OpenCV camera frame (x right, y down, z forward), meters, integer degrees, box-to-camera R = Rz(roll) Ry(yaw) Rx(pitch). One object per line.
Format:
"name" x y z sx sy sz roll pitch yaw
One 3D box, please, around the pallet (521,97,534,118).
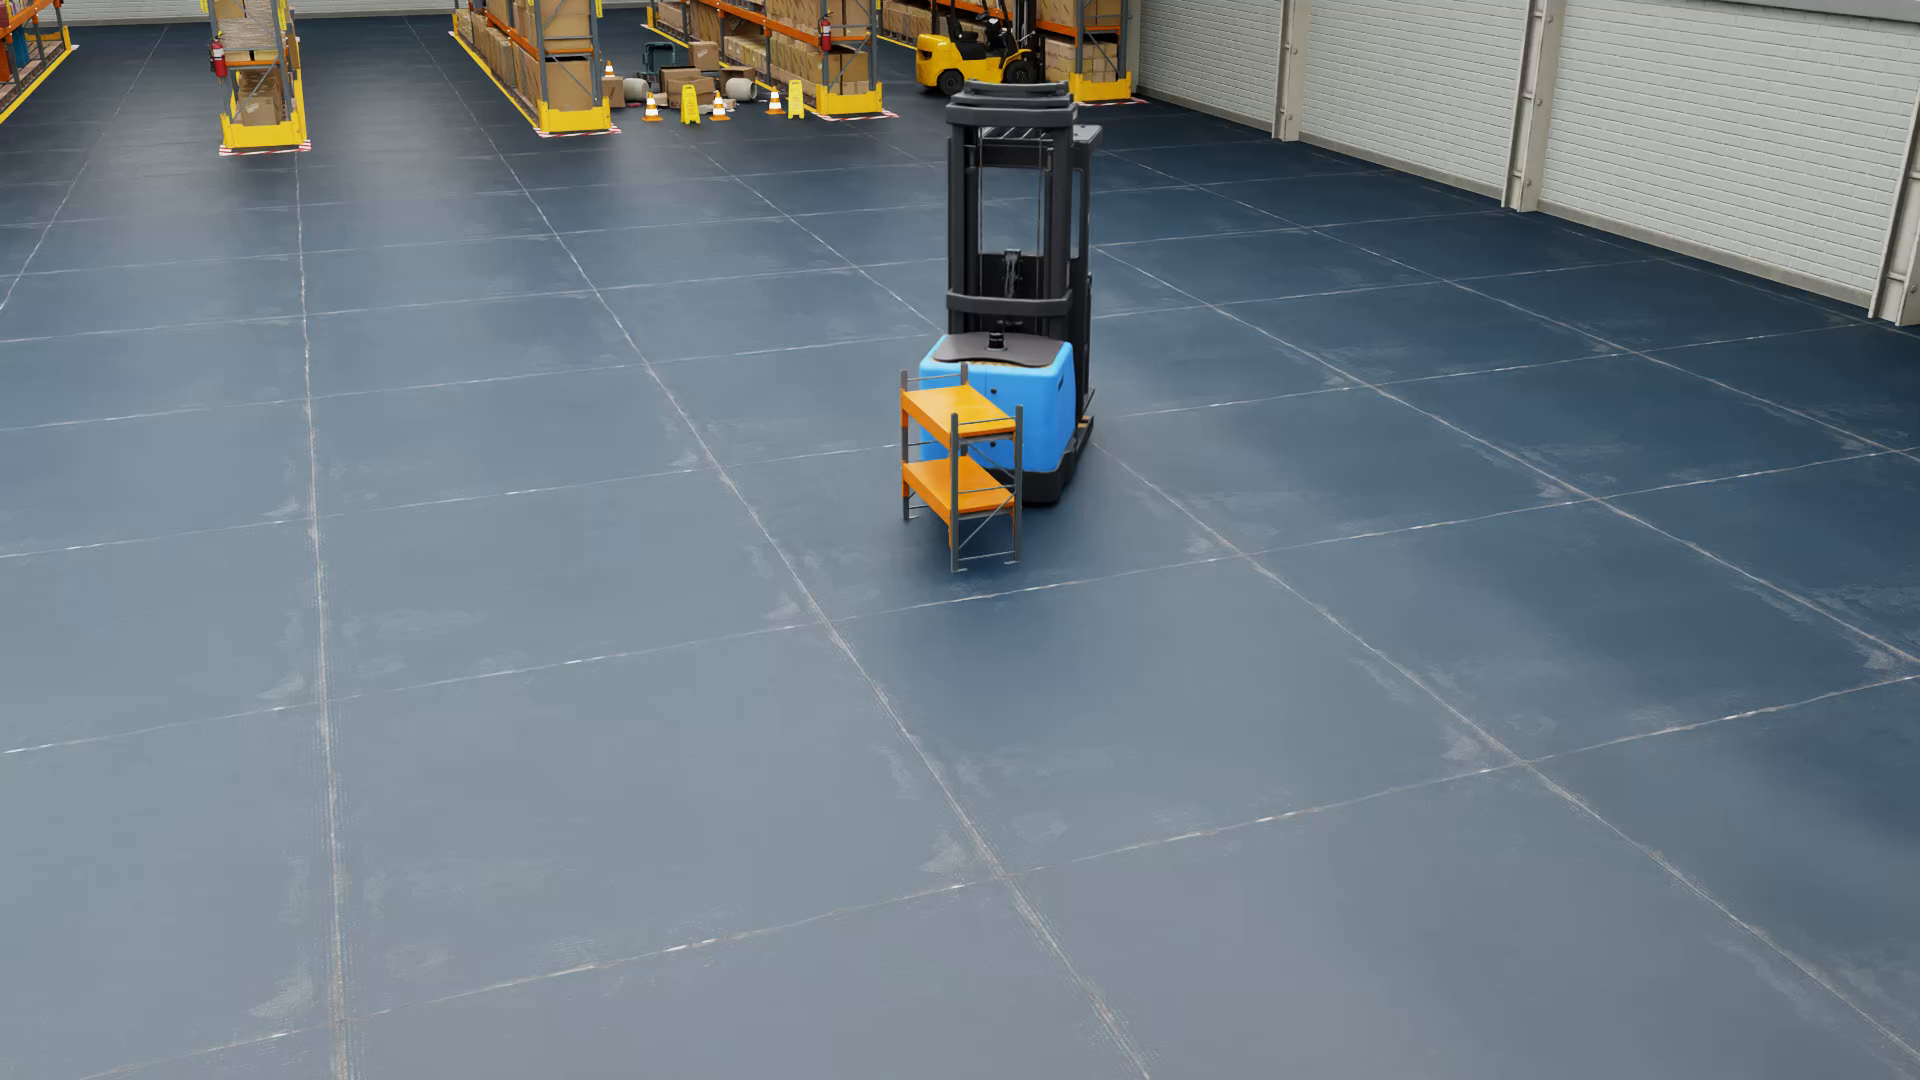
"pallet" -7.354 -7.851 30.104 1.003 0.211 1.213 -8 24 -19

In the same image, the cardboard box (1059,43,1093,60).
"cardboard box" 2.212 -9.323 31.720 0.500 0.250 0.500 -8 24 -17

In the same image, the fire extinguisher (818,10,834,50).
"fire extinguisher" -2.367 -8.989 29.314 0.296 0.674 0.183 -8 24 -19

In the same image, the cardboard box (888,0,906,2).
"cardboard box" -1.559 -13.395 41.127 0.380 0.149 0.250 -10 25 -22

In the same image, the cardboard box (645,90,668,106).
"cardboard box" -5.654 -8.235 30.946 0.396 0.266 0.258 -4 23 -10

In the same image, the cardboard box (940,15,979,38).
"cardboard box" 0.048 -11.589 37.901 0.875 0.625 0.625 -8 24 -17

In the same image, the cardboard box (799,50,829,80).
"cardboard box" -2.691 -8.846 30.909 0.500 0.500 0.500 -7 24 -17

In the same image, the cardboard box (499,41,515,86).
"cardboard box" -8.288 -9.237 32.158 1.050 0.750 0.750 -8 24 -19

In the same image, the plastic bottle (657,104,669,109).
"plastic bottle" -5.478 -7.981 30.607 0.133 0.061 0.283 -18 29 -37

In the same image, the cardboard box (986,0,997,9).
"cardboard box" 0.830 -11.343 34.993 0.500 0.250 0.500 -8 24 -18

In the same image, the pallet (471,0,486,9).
"pallet" -9.749 -11.476 35.362 1.213 0.211 1.003 -8 24 -19

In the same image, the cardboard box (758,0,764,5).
"cardboard box" -3.829 -10.809 33.317 0.380 0.149 0.250 -8 24 -18

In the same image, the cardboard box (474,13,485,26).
"cardboard box" -10.606 -11.663 37.271 0.500 0.250 0.500 -8 24 -18

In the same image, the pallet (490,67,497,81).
"pallet" -9.189 -9.738 34.583 1.003 0.211 1.213 -8 24 -19

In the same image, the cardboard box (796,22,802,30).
"cardboard box" -2.826 -9.575 30.929 0.380 0.149 0.250 -9 24 -20

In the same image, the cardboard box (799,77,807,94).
"cardboard box" -2.689 -8.502 31.058 0.500 0.250 0.500 -8 24 -19

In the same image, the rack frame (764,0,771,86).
"rack frame" -3.389 -10.582 32.996 1.000 3.000 0.127 -8 24 -19

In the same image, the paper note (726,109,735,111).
"paper note" -4.172 -7.831 30.291 0.148 0.019 0.142 -18 29 -37

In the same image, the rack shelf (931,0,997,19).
"rack shelf" 0.547 -11.660 36.479 1.077 0.370 4.000 -8 24 -19

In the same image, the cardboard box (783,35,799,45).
"cardboard box" -3.164 -9.564 31.779 0.380 0.149 0.250 -7 24 -16

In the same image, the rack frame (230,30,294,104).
"rack frame" -12.660 -9.223 29.770 1.000 3.000 0.127 -8 24 -19

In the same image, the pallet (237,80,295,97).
"pallet" -13.371 -8.664 32.035 1.003 0.211 1.213 -8 24 -19

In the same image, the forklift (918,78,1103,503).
"forklift" 0.497 -2.165 13.114 1.130 2.935 3.031 5 23 11

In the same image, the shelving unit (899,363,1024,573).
"shelving unit" -0.002 -0.521 11.537 0.538 1.125 1.048 -8 24 -19

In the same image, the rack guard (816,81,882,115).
"rack guard" -2.003 -8.005 30.098 1.175 0.500 0.348 -8 24 -19

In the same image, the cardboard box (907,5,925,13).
"cardboard box" -1.053 -12.785 40.065 0.380 0.149 0.250 -8 24 -19

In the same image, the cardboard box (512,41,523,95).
"cardboard box" -7.828 -8.843 31.063 0.875 0.875 0.875 -8 24 -18

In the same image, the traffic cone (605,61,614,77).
"traffic cone" -7.045 -9.392 33.438 0.336 0.463 0.334 -8 24 -19

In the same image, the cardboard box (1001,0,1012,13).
"cardboard box" 1.166 -11.114 34.128 0.500 0.500 0.500 -9 24 -20

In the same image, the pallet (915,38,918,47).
"pallet" -0.388 -11.710 39.261 1.003 0.211 1.213 -8 24 -19

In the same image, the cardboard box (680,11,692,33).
"cardboard box" -6.337 -12.745 40.885 0.875 0.438 0.875 -9 24 -20

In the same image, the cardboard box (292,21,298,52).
"cardboard box" -14.605 -10.469 34.922 1.225 0.875 0.875 -8 24 -19

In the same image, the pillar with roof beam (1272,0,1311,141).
"pillar with roof beam" 1.356 -10.182 24.321 9.100 9.000 0.400 -8 24 -19

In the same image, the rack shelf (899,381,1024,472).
"rack shelf" -0.002 -0.791 11.424 0.538 0.278 1.000 -8 24 -19

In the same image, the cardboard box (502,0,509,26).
"cardboard box" -8.419 -10.066 31.641 0.500 0.500 0.500 -8 24 -19

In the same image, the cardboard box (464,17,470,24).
"cardboard box" -11.602 -12.388 39.645 0.380 0.149 0.250 -10 25 -22

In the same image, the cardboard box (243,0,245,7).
"cardboard box" -11.855 -8.760 26.873 0.500 0.500 0.500 -8 24 -19

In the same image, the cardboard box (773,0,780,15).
"cardboard box" -3.295 -10.388 32.023 0.500 0.500 0.500 -8 24 -19

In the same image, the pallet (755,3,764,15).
"pallet" -3.523 -10.792 33.739 1.003 0.211 1.213 -8 24 -19

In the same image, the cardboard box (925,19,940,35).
"cardboard box" -0.510 -11.884 38.762 0.500 0.500 0.500 -8 24 -17

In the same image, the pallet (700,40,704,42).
"pallet" -5.438 -11.490 38.740 1.003 0.211 1.213 -8 24 -19

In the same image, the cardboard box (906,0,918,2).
"cardboard box" -1.173 -13.418 41.566 0.380 0.149 0.250 -9 25 -21

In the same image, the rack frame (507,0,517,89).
"rack frame" -7.984 -9.867 31.297 1.000 3.000 0.127 -8 24 -19

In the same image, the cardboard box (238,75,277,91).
"cardboard box" -12.347 -7.906 29.324 0.500 0.500 0.500 -1 23 -2

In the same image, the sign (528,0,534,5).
"sign" -7.084 -8.986 27.413 0.100 0.325 0.005 -8 24 -19

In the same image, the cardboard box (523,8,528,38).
"cardboard box" -7.266 -9.215 29.559 0.875 0.550 0.500 -8 24 -19

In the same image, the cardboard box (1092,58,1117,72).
"cardboard box" 2.694 -9.168 31.995 0.500 0.250 0.500 -8 24 -18

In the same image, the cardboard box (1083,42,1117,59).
"cardboard box" 2.673 -9.399 31.901 0.500 0.250 0.500 -9 24 -20

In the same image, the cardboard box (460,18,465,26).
"cardboard box" -12.076 -12.726 40.828 0.380 0.149 0.250 -8 24 -17

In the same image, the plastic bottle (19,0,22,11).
"plastic bottle" -19.424 -11.071 34.218 0.144 0.351 0.185 -8 24 -19

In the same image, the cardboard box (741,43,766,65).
"cardboard box" -4.081 -10.268 35.093 0.950 0.372 0.625 -8 24 -17

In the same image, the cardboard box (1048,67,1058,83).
"cardboard box" 2.038 -9.047 32.353 0.500 0.250 0.500 -8 24 -19

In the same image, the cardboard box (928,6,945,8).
"cardboard box" -0.559 -12.754 39.989 0.380 0.149 0.250 -8 24 -19

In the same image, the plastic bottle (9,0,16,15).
"plastic bottle" -19.100 -10.738 33.428 0.144 0.351 0.185 -8 24 -19
